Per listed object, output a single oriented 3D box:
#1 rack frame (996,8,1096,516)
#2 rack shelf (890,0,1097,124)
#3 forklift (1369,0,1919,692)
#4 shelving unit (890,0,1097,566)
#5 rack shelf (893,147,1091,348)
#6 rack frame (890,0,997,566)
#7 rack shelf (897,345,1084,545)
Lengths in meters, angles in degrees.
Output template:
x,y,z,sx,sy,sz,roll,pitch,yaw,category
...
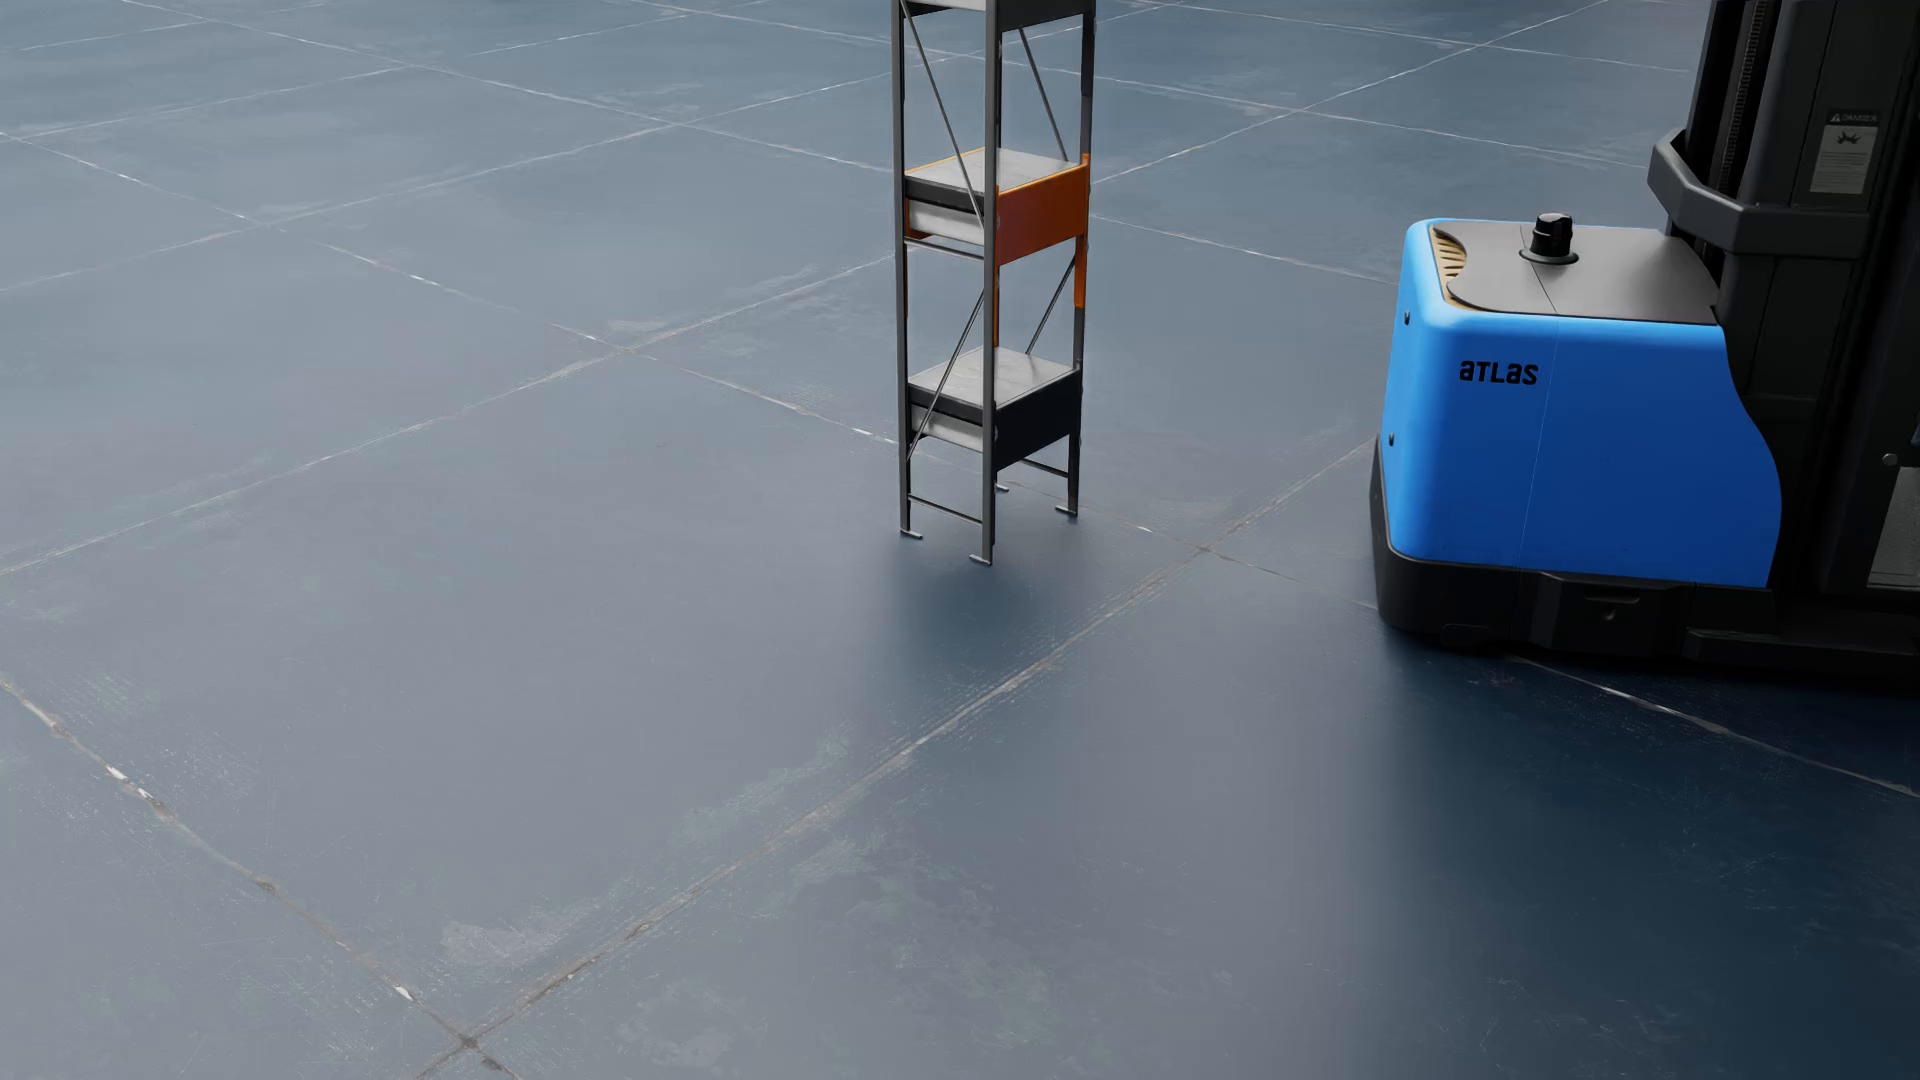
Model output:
x,y,z,sx,sy,sz,roll,pitch,yaw,category
0.261,-1.078,5.548,0.400,2.100,0.015,21,34,34,rack frame
0.105,-1.601,5.066,0.431,0.518,0.480,21,34,34,rack shelf
2.865,-1.079,4.645,3.031,2.935,1.130,5,28,9,forklift
0.105,-0.991,5.381,0.431,2.100,0.503,21,34,34,shelving unit
0.105,-0.979,5.387,0.431,0.518,0.480,21,34,34,rack shelf
-0.050,-0.905,5.214,0.400,2.100,0.015,21,34,34,rack frame
0.105,-0.357,5.709,0.431,0.518,0.480,21,34,34,rack shelf
